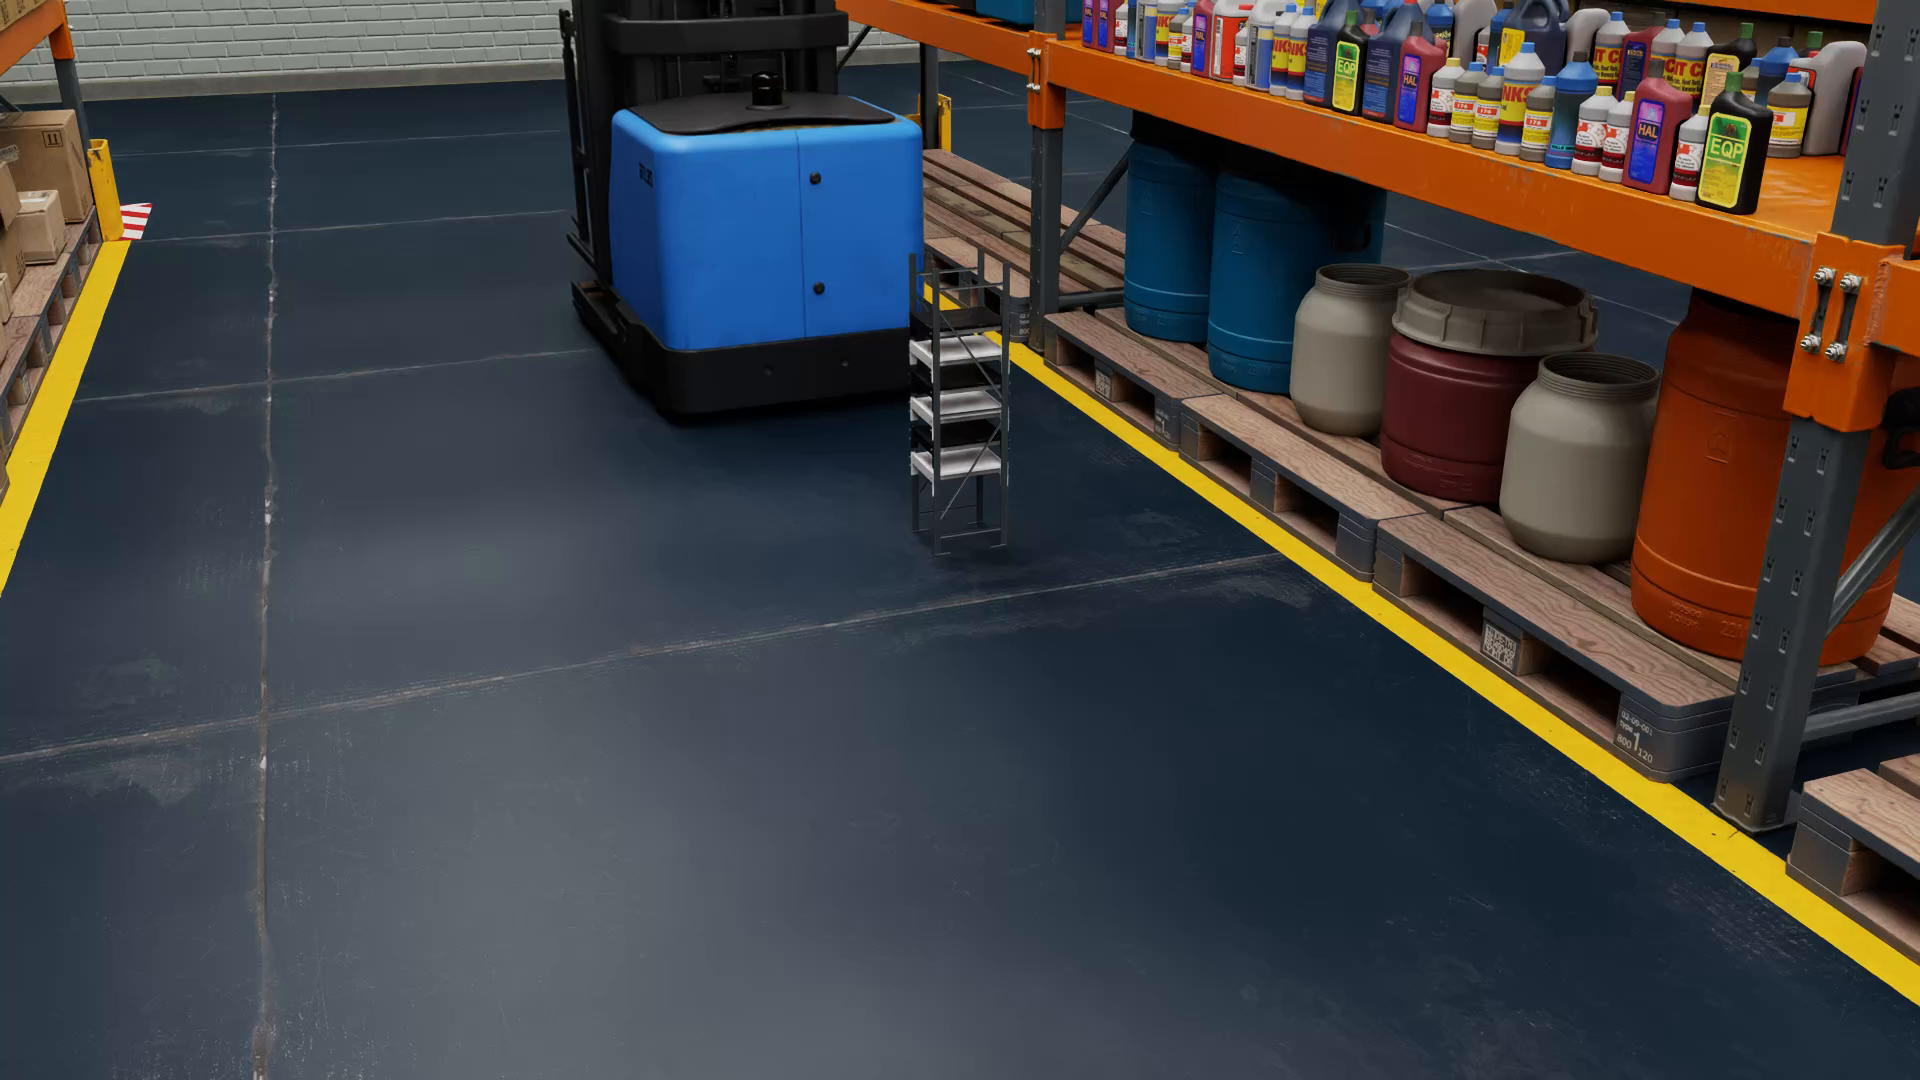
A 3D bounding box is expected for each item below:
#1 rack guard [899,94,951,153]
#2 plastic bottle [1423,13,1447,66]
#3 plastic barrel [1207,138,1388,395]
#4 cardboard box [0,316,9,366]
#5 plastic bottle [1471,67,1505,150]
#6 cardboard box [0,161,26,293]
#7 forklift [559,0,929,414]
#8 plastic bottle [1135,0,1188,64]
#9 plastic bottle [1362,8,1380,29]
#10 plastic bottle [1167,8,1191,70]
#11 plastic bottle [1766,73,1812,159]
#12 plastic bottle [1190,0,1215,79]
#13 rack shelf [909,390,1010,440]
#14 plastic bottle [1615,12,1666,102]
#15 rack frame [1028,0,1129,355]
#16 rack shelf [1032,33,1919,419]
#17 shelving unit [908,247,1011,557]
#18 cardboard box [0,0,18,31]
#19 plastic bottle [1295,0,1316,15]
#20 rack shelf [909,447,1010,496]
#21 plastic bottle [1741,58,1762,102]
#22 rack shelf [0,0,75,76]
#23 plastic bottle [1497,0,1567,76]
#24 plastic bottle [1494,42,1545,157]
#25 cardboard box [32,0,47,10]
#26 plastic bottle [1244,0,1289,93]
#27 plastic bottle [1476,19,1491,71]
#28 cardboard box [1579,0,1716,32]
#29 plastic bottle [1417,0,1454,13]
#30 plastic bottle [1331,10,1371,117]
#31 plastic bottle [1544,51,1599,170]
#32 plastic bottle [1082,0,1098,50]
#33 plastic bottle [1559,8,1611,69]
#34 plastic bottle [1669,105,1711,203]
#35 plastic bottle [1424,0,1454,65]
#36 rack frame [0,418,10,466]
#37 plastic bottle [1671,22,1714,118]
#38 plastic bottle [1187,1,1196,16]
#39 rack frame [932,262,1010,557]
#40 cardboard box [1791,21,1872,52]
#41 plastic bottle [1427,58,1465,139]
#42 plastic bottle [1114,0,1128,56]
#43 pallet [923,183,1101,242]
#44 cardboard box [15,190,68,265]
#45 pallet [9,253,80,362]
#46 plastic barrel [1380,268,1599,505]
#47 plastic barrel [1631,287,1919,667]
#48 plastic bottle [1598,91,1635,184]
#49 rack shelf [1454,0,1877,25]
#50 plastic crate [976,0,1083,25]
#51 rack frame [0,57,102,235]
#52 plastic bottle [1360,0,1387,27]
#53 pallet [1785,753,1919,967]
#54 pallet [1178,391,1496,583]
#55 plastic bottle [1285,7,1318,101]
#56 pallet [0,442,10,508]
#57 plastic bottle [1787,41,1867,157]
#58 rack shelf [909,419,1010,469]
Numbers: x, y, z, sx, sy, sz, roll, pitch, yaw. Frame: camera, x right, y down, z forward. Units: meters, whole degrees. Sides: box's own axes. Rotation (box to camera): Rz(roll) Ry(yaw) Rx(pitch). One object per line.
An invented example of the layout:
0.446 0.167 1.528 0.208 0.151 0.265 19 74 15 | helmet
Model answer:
-0.647 -2.575 10.716 1.175 0.500 0.348 -8 24 -19 | rack guard
1.323 -1.350 4.742 0.061 0.283 0.133 -8 24 -19 | plastic bottle
1.213 -1.036 6.007 0.600 0.901 0.708 -8 24 -19 | plastic barrel
-3.795 -0.734 6.026 0.500 0.311 0.500 -8 24 -19 | cardboard box
1.380 -1.115 4.290 0.097 0.201 0.097 0 23 0 | plastic bottle
-4.517 -1.323 7.174 0.797 0.503 0.637 -8 24 -19 | cardboard box
-1.149 -2.361 7.079 1.130 2.935 3.031 -9 24 -20 | forklift
0.723 -1.856 5.952 0.152 0.276 0.135 -8 24 -19 | plastic bottle
1.221 -1.470 5.040 0.097 0.271 0.097 0 23 0 | plastic bottle
0.772 -1.741 5.773 0.097 0.201 0.097 0 23 0 | plastic bottle
2.075 -1.068 4.177 0.097 0.201 0.097 0 23 0 | plastic bottle
0.831 -1.699 5.568 0.061 0.283 0.133 -8 24 -19 | plastic bottle
-0.003 -0.387 5.095 0.258 0.077 0.200 -8 24 -19 | rack shelf
1.983 -1.387 4.830 0.061 0.283 0.133 -8 24 -19 | plastic bottle
0.786 -2.267 6.766 1.000 3.000 0.127 -8 24 -19 | rack frame
1.493 -1.209 5.182 1.077 0.370 4.000 -8 24 -19 | rack shelf
-0.003 -0.418 5.082 0.258 0.900 0.210 -8 24 -19 | shelving unit
-4.314 -2.409 6.976 0.500 0.500 0.500 -9 24 -20 | cardboard box
1.282 -1.935 6.043 0.144 0.351 0.185 -8 24 -19 | plastic bottle
-0.003 -0.221 5.165 0.258 0.077 0.200 -8 24 -19 | rack shelf
2.123 -1.186 4.457 0.097 0.201 0.097 0 23 0 | plastic bottle
-4.555 -1.984 7.021 1.077 0.370 4.000 -8 24 -19 | rack shelf
1.712 -1.485 4.975 0.144 0.351 0.185 -8 24 -19 | plastic bottle
1.415 -1.112 4.193 0.097 0.271 0.097 0 23 0 | plastic bottle
-4.663 -2.775 7.842 0.500 0.500 0.500 -8 24 -19 | cardboard box
1.002 -1.569 5.269 0.152 0.276 0.135 -8 24 -19 | plastic bottle
1.731 -1.589 5.414 0.097 0.201 0.097 0 23 0 | plastic bottle
4.629 -3.062 10.848 0.875 0.875 0.875 -8 24 -19 | cardboard box
1.583 -1.746 5.690 0.152 0.276 0.135 -8 24 -19 | plastic bottle
1.141 -1.379 4.810 0.061 0.283 0.133 -8 24 -19 | plastic bottle
1.483 -1.042 4.025 0.097 0.271 0.097 0 23 0 | plastic bottle
0.517 -2.021 6.334 0.061 0.283 0.133 -8 24 -19 | plastic bottle
1.859 -1.462 5.016 0.152 0.276 0.135 -8 24 -19 | plastic bottle
1.634 -0.855 3.672 0.097 0.201 0.097 0 23 0 | plastic bottle
1.555 -1.636 5.434 0.097 0.271 0.097 0 23 0 | plastic bottle
-3.849 -1.589 5.157 1.000 3.000 0.127 -8 24 -19 | rack frame
2.042 -1.302 4.643 0.097 0.271 0.097 0 23 0 | plastic bottle
0.833 -1.846 6.023 0.097 0.201 0.097 0 23 0 | plastic bottle
0.033 -0.381 4.995 0.240 0.900 0.006 -8 24 -19 | rack frame
5.262 -2.412 9.305 0.875 0.875 0.875 -8 24 -19 | cardboard box
1.311 -1.186 4.458 0.097 0.201 0.097 0 23 0 | plastic bottle
0.622 -1.896 6.141 0.097 0.201 0.097 0 23 0 | plastic bottle
0.056 -1.688 8.983 1.003 0.211 1.213 -8 24 -19 | pallet
-4.532 -1.465 7.837 0.500 0.250 0.500 -8 24 -19 | cardboard box
-4.525 -0.997 7.344 1.003 0.211 1.213 -8 24 -19 | pallet
1.612 -0.481 5.094 0.600 0.588 0.708 -8 24 -19 | plastic barrel
2.011 -0.182 4.074 0.600 0.830 0.708 -8 24 -19 | plastic barrel
1.552 -0.939 3.871 0.097 0.201 0.097 0 23 0 | plastic bottle
4.713 -3.342 10.242 1.077 0.370 4.000 -8 24 -19 | rack shelf
0.302 -2.410 7.049 0.392 0.384 0.575 -8 24 -19 | plastic crate
-5.262 -3.042 8.605 1.000 3.000 0.127 -8 24 -19 | rack frame
1.425 -1.769 5.750 0.097 0.271 0.097 0 23 0 | plastic bottle
2.437 0.758 3.179 1.003 0.211 1.213 -8 24 -19 | pallet
1.455 -0.252 5.576 1.003 0.211 1.213 -8 24 -19 | pallet
1.052 -1.485 5.077 0.097 0.271 0.097 0 23 0 | plastic bottle
-3.526 -0.013 5.010 1.003 0.211 1.213 -8 24 -19 | pallet
2.186 -1.126 4.219 0.152 0.276 0.135 -8 24 -19 | plastic bottle
-0.003 -0.304 5.130 0.258 0.077 0.200 -8 24 -19 | rack shelf
